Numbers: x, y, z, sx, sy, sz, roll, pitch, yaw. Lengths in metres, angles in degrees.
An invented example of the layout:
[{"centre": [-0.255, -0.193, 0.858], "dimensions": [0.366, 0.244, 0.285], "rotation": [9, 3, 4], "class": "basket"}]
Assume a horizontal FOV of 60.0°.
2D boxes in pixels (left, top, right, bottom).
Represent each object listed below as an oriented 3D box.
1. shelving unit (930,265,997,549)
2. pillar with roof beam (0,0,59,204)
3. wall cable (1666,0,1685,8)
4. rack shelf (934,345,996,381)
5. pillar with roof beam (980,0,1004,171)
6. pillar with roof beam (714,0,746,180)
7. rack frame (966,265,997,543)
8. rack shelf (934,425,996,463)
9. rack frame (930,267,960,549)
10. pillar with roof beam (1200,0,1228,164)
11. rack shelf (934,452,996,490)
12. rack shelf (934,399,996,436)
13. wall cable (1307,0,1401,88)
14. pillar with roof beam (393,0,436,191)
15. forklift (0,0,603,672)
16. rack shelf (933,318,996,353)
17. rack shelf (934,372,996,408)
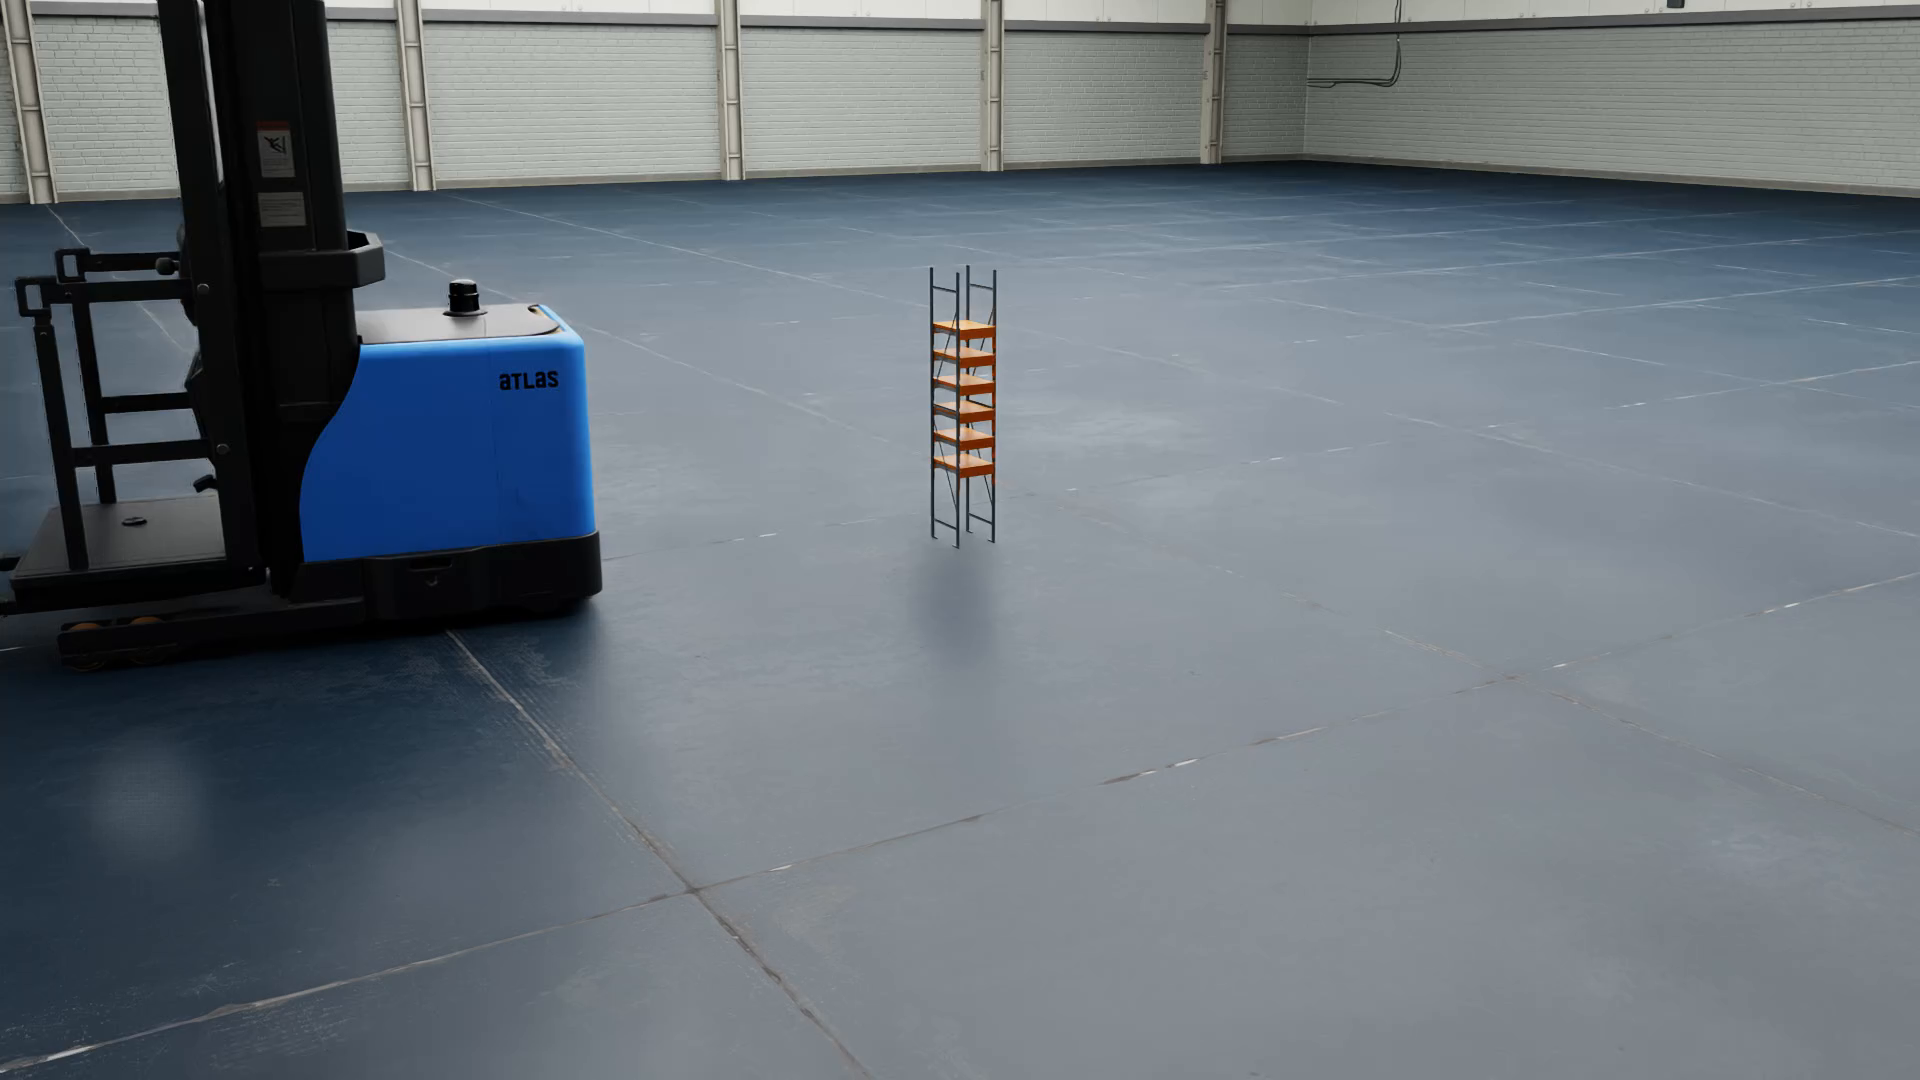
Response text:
[{"centre": [0.012, -0.580, 7.255], "dimensions": [0.189, 1.200, 0.258], "rotation": [-9, 18, -30], "class": "shelving unit"}, {"centre": [-12.531, -8.764, 22.002], "dimensions": [0.400, 9.000, 9.100], "rotation": [-9, 18, -30], "class": "pillar with roof beam"}, {"centre": [13.907, -12.639, 29.524], "dimensions": [0.169, 6.003, 2.305], "rotation": [-9, 18, -30], "class": "wall cable"}, {"centre": [0.012, -0.768, 7.202], "dimensions": [0.180, 0.103, 0.258], "rotation": [-9, 18, -30], "class": "rack shelf"}, {"centre": [2.899, -11.266, 30.928], "dimensions": [0.400, 9.000, 9.100], "rotation": [-9, 18, -30], "class": "pillar with roof beam"}, {"centre": [-2.244, -10.432, 27.953], "dimensions": [0.400, 9.000, 9.100], "rotation": [-9, 18, -30], "class": "pillar with roof beam"}, {"centre": [0.091, -0.592, 7.300], "dimensions": [0.006, 1.200, 0.240], "rotation": [-9, 18, -30], "class": "rack frame"}, {"centre": [0.012, -0.421, 7.299], "dimensions": [0.180, 0.103, 0.258], "rotation": [-9, 18, -30], "class": "rack shelf"}, {"centre": [-0.066, -0.567, 7.210], "dimensions": [0.006, 1.200, 0.240], "rotation": [-9, 18, -30], "class": "rack frame"}, {"centre": [8.042, -12.100, 33.904], "dimensions": [0.400, 9.000, 9.100], "rotation": [-9, 18, -30], "class": "pillar with roof beam"}, {"centre": [0.012, -0.306, 7.332], "dimensions": [0.180, 0.103, 0.258], "rotation": [-9, 18, -30], "class": "rack shelf"}, {"centre": [0.012, -0.537, 7.267], "dimensions": [0.180, 0.103, 0.258], "rotation": [-9, 18, -30], "class": "rack shelf"}, {"centre": [9.031, -11.705, 38.245], "dimensions": [0.112, 2.526, 3.097], "rotation": [-9, 18, -30], "class": "wall cable"}, {"centre": [-7.387, -9.598, 24.978], "dimensions": [0.400, 9.000, 9.100], "rotation": [-9, 18, -30], "class": "pillar with roof beam"}, {"centre": [-2.959, -1.115, 5.958], "dimensions": [3.031, 2.935, 1.130], "rotation": [-6, 17, -20], "class": "forklift"}, {"centre": [0.012, -0.884, 7.170], "dimensions": [0.180, 0.103, 0.258], "rotation": [-9, 18, -30], "class": "rack shelf"}, {"centre": [0.012, -0.653, 7.235], "dimensions": [0.180, 0.103, 0.258], "rotation": [-9, 18, -30], "class": "rack shelf"}]
